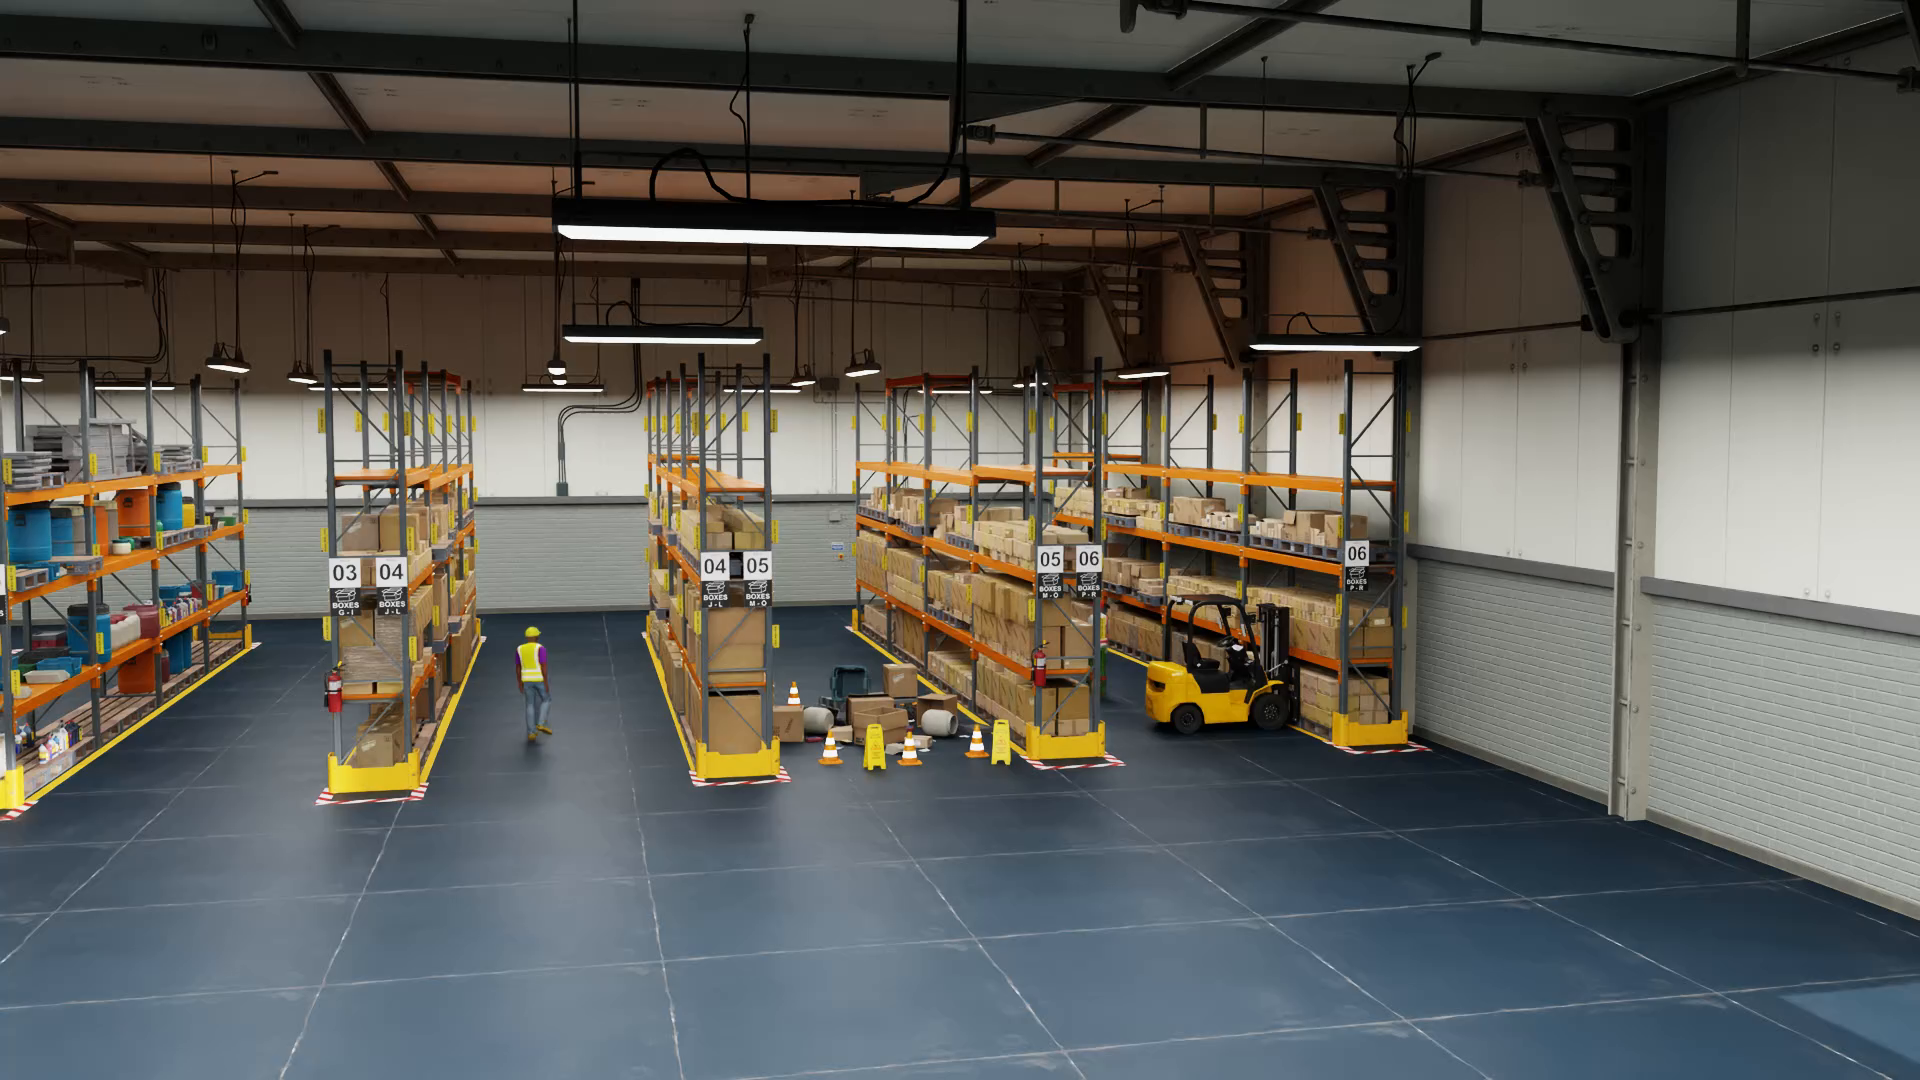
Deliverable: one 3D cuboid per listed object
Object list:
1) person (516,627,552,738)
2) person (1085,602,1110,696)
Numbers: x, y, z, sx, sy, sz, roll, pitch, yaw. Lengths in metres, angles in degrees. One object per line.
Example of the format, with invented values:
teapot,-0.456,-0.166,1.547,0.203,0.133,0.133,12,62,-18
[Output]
person,-6.828,2.261,26.564,0.567,1.744,0.529,0,4,-1
person,2.532,1.990,30.616,0.552,1.808,0.542,-2,4,-22
